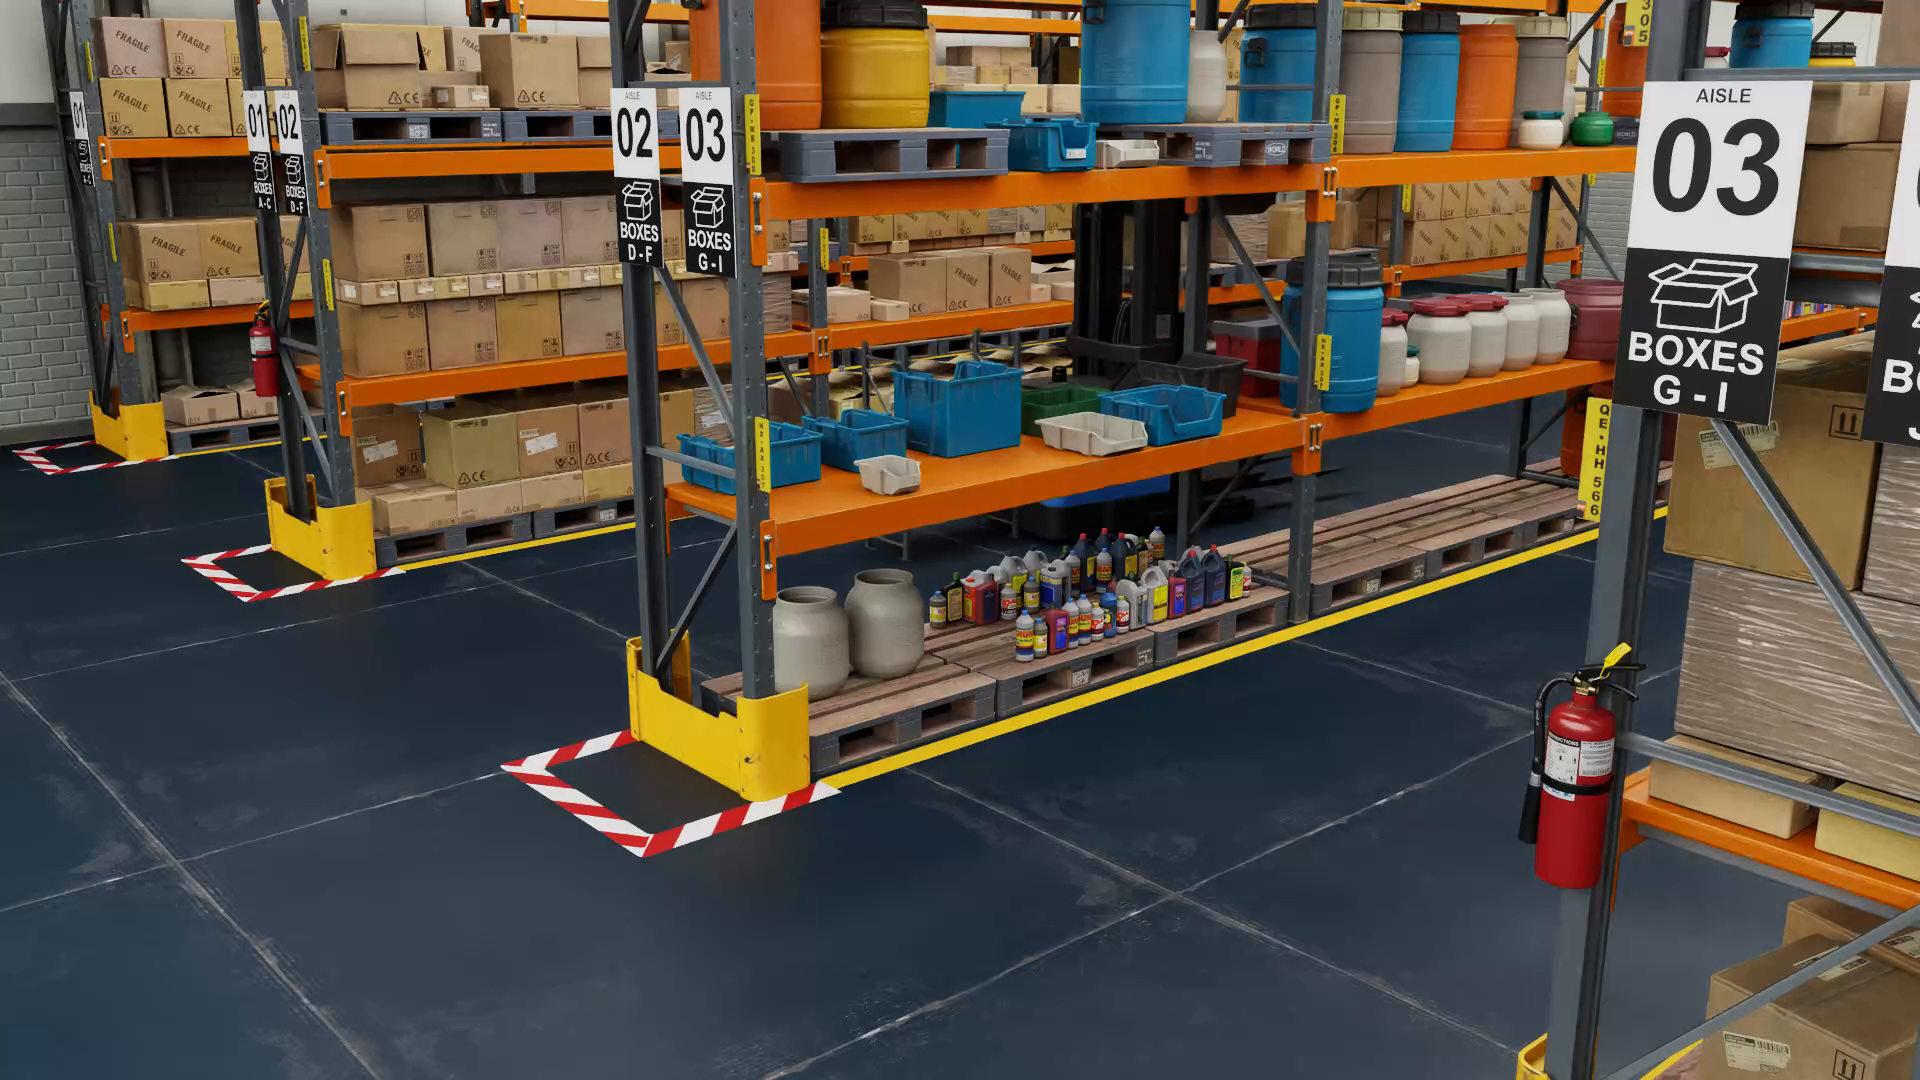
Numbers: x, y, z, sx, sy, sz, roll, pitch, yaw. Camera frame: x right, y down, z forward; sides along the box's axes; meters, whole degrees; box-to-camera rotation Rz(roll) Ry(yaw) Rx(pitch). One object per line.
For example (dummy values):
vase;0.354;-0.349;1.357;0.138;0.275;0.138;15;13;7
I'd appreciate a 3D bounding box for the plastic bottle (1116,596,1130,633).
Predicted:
plastic bottle;0.912;0.418;9.443;0.097;0.201;0.097;0;15;0

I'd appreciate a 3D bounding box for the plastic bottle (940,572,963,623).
plastic bottle;-0.050;0.331;9.608;0.133;0.283;0.061;-12;19;-38

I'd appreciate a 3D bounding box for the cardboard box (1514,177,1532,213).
cardboard box;6.674;-4.252;20.224;0.500;0.500;0.500;-12;19;-38

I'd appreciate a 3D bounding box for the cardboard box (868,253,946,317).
cardboard box;-0.467;-2.256;14.688;0.500;0.500;0.500;-11;18;-35

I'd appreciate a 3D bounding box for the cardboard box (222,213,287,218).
cardboard box;-6.738;-2.870;15.980;0.500;0.500;0.500;-13;20;-41

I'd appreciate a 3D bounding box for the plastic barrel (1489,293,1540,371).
plastic barrel;3.858;-1.471;11.726;0.421;0.512;0.421;0;15;0

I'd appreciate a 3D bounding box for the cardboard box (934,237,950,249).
cardboard box;-0.339;-3.755;20.943;0.250;0.149;0.380;-12;19;-39

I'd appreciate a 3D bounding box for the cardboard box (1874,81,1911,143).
cardboard box;2.306;-1.083;4.196;0.250;0.149;0.380;-13;20;-41

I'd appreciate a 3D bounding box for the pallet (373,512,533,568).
pallet;-3.923;-0.104;12.230;1.213;0.211;1.003;-13;19;-39

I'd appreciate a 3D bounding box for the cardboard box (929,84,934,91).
cardboard box;-0.571;-3.767;14.204;0.500;0.250;0.500;14;20;42

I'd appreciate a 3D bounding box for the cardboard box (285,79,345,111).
cardboard box;-6.103;-4.060;15.592;0.500;0.500;0.500;-11;19;-36

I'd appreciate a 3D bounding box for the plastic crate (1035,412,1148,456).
plastic crate;0.735;-0.574;9.099;0.437;0.136;0.530;-13;19;-39

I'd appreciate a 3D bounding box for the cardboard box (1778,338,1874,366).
cardboard box;2.654;-0.286;4.802;0.500;0.500;0.500;-13;19;-39

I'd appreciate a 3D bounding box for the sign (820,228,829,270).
sign;-1.089;-2.340;13.366;0.005;0.325;0.100;-13;19;-39

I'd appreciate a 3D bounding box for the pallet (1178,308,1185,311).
pallet;2.871;-3.284;24.136;1.213;0.211;1.003;-13;19;-39

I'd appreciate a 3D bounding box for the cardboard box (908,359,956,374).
cardboard box;-0.190;-1.519;15.551;0.500;0.311;0.500;-13;20;-40

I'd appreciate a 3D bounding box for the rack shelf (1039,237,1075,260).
rack shelf;2.834;-4.301;23.935;4.000;0.370;1.077;-13;19;-39

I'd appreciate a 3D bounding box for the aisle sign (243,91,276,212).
aisle sign;-4.715;-2.616;11.192;0.004;0.787;0.394;-13;19;-39

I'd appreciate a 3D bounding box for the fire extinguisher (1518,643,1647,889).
fire extinguisher;1.639;0.583;4.406;0.183;0.674;0.296;-13;19;-39

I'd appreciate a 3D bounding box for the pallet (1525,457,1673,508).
pallet;5.379;-0.498;13.706;1.213;0.211;1.003;-13;19;-39

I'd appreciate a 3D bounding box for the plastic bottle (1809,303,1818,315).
plastic bottle;7.468;-2.130;14.652;0.135;0.276;0.152;-13;19;-39

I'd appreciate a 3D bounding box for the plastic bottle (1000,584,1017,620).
plastic bottle;0.283;0.355;9.680;0.097;0.201;0.097;0;15;0

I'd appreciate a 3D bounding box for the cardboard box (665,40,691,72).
cardboard box;-2.008;-3.725;13.292;0.500;0.500;0.500;-11;18;-35

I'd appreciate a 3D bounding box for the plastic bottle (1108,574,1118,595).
plastic bottle;0.913;0.332;9.605;0.133;0.283;0.061;-13;19;-39

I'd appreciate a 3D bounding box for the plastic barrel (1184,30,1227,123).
plastic barrel;1.340;-2.698;9.693;0.421;0.512;0.421;0;15;0

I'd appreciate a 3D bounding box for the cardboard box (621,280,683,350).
cardboard box;-2.560;-1.788;12.938;0.500;0.500;0.700;-12;19;-39

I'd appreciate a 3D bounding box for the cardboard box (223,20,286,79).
cardboard box;-6.486;-4.450;15.113;0.500;0.500;0.500;-12;19;-38

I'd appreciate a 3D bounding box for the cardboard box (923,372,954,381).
cardboard box;-0.209;-1.330;14.843;0.500;0.311;0.500;-14;20;-41

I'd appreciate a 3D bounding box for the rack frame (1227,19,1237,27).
rack frame;4.343;-7.886;24.336;0.127;3.000;1.000;-13;19;-39

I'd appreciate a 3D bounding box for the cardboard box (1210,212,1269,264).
cardboard box;2.779;-3.166;17.284;0.500;0.500;0.700;-9;17;-29

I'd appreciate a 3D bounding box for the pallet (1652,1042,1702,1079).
pallet;2.721;1.819;5.030;1.213;0.211;1.003;-13;19;-39

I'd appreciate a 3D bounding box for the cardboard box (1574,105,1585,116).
cardboard box;7.383;-5.262;20.616;0.500;0.250;0.500;-13;19;-39

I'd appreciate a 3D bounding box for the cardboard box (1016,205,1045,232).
cardboard box;0.764;-4.296;21.712;0.500;0.500;0.500;-12;19;-39

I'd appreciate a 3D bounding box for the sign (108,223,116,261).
sign;-7.371;-2.590;14.456;0.005;0.325;0.100;-13;19;-39

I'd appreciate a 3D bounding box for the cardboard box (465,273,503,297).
cardboard box;-3.457;-1.829;11.835;0.250;0.149;0.380;-13;20;-40

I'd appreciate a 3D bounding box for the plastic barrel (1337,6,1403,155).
plastic barrel;2.528;-2.957;10.723;0.600;0.901;0.600;0;15;0

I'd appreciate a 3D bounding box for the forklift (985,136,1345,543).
forklift;1.683;-1.656;12.770;3.031;2.935;1.130;-9;17;-31

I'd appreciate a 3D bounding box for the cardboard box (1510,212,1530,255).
cardboard box;6.669;-3.771;20.363;0.500;0.500;0.500;-12;19;-39

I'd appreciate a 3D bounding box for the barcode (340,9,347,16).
barcode;-6.040;-5.170;16.299;0.075;0.075;0.001;-13;19;-39

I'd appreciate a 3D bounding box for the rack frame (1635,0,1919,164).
rack frame;2.028;-2.283;3.358;0.127;3.000;1.000;-13;19;-39

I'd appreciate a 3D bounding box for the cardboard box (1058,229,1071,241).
cardboard box;1.256;-4.086;22.182;0.250;0.149;0.380;-12;19;-39

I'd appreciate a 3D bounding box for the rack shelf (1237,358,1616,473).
rack shelf;3.303;-1.017;11.640;4.000;0.370;1.077;-13;19;-39

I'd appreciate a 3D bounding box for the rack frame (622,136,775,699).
rack frame;-1.224;-0.349;7.742;0.127;3.000;1.000;-13;19;-39

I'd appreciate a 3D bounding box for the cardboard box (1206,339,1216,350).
cardboard box;2.485;-1.785;17.111;0.500;0.500;0.500;-14;20;-41

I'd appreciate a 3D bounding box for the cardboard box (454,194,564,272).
cardboard box;-3.299;-2.250;12.153;0.500;0.500;0.700;-13;19;-39

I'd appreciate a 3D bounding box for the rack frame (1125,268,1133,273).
rack frame;1.563;-2.669;16.428;0.127;3.000;1.000;-13;19;-39

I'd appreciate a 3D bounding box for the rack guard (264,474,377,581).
rack guard;-4.491;-0.102;11.662;0.348;0.500;1.175;-13;19;-39

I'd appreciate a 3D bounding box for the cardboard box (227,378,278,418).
cardboard box;-6.716;-1.387;15.988;0.500;0.311;0.500;-11;18;-35

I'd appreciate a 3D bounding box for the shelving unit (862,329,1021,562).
shelving unit;-0.126;-0.704;11.978;1.048;1.500;0.538;-12;19;-38

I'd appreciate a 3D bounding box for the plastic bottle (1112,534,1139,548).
plastic bottle;1.040;0.106;10.466;0.135;0.276;0.152;-12;19;-37

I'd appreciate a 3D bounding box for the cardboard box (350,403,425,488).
cardboard box;-4.263;-0.699;12.116;0.500;0.500;0.500;-13;19;-39

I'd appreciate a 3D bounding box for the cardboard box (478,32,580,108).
cardboard box;-3.040;-3.310;11.737;0.500;0.500;0.500;-13;19;-39

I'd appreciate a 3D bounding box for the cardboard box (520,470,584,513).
cardboard box;-3.170;-0.406;12.470;0.500;0.250;0.500;-13;19;-39

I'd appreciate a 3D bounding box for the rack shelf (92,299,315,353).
rack shelf;-6.218;-2.268;16.324;4.000;0.370;1.077;-13;19;-39
